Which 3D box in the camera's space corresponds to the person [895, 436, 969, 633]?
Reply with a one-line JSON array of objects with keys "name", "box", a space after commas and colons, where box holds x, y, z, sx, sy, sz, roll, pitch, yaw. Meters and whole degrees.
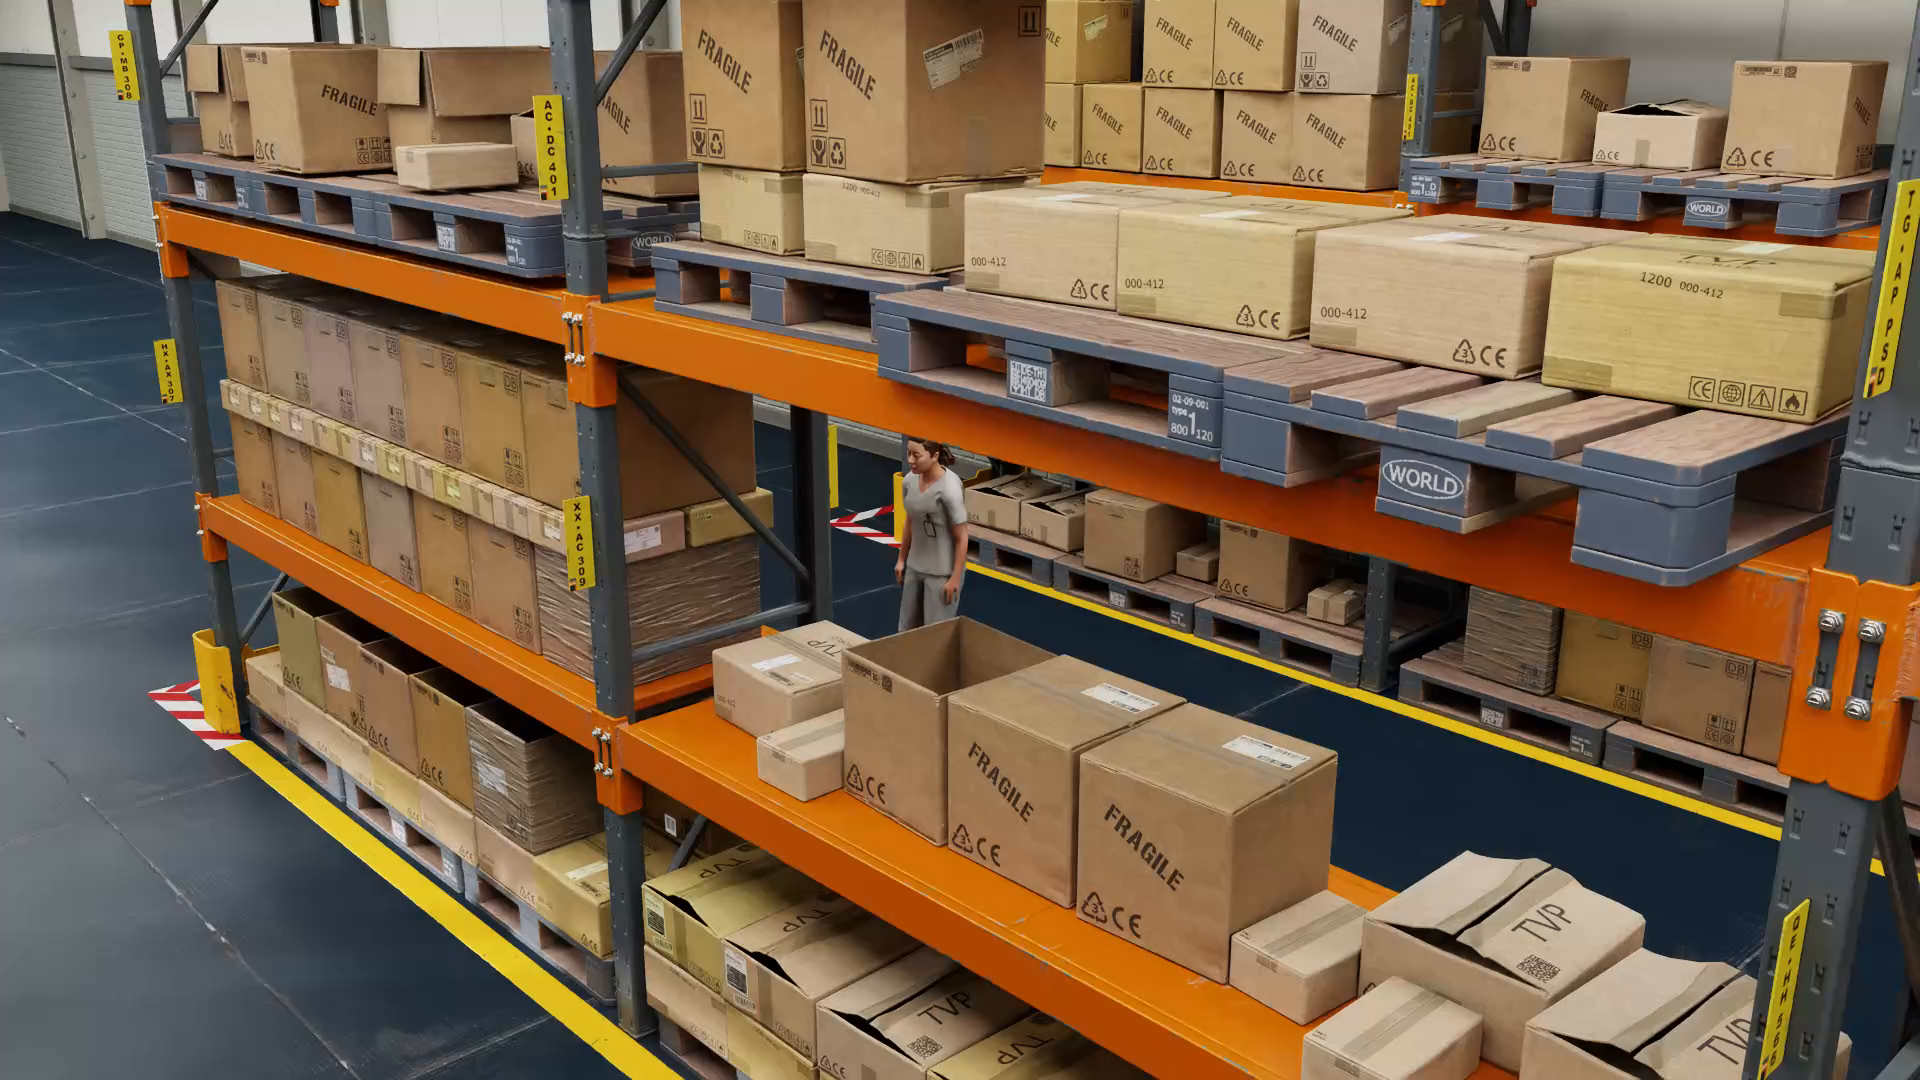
[{"name": "person", "box": [-0.174, 0.186, 8.955, 0.406, 1.673, 0.486, -16, 23, -41]}]
